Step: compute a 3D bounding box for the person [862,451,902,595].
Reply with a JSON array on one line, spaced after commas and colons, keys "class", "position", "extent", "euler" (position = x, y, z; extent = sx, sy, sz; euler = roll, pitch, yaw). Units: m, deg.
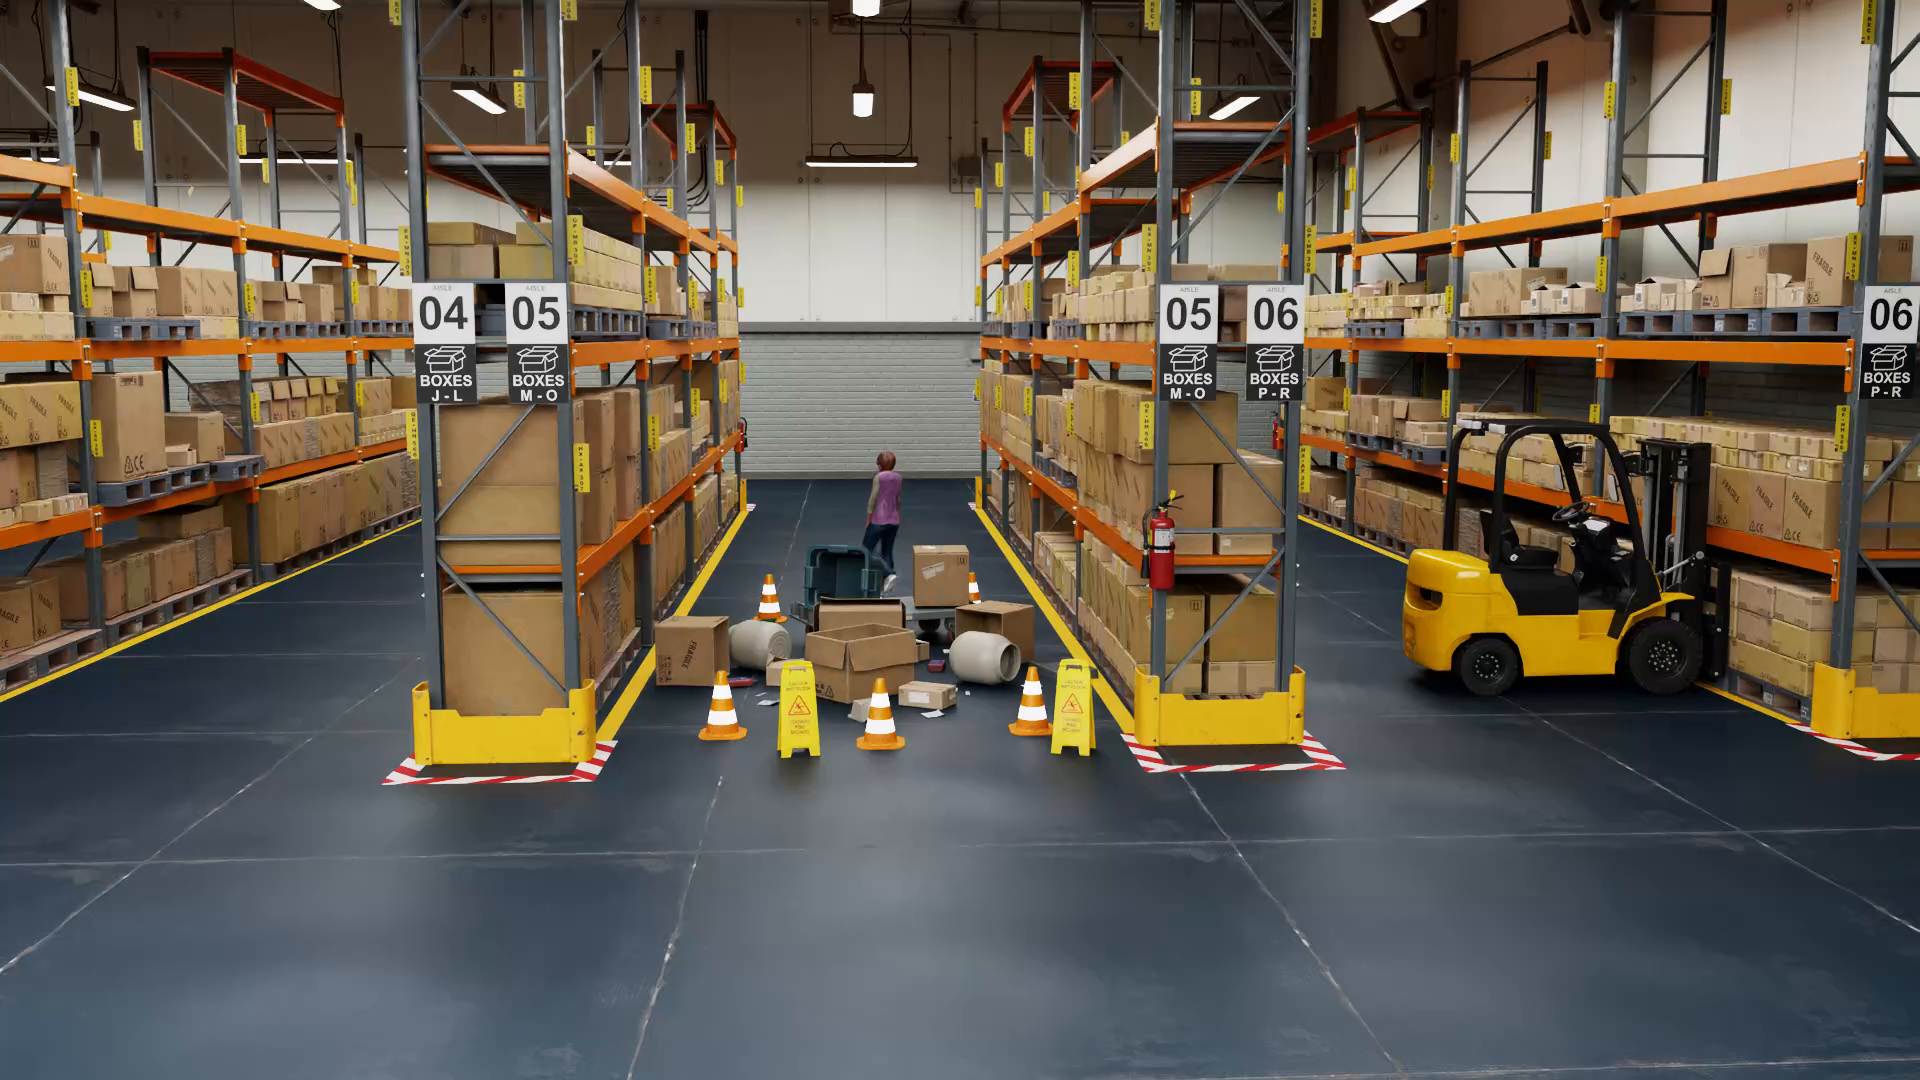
[{"class": "person", "position": [-0.809, -0.168, 18.029], "extent": [0.449, 1.588, 0.537], "euler": [-6, 9, -41]}]
